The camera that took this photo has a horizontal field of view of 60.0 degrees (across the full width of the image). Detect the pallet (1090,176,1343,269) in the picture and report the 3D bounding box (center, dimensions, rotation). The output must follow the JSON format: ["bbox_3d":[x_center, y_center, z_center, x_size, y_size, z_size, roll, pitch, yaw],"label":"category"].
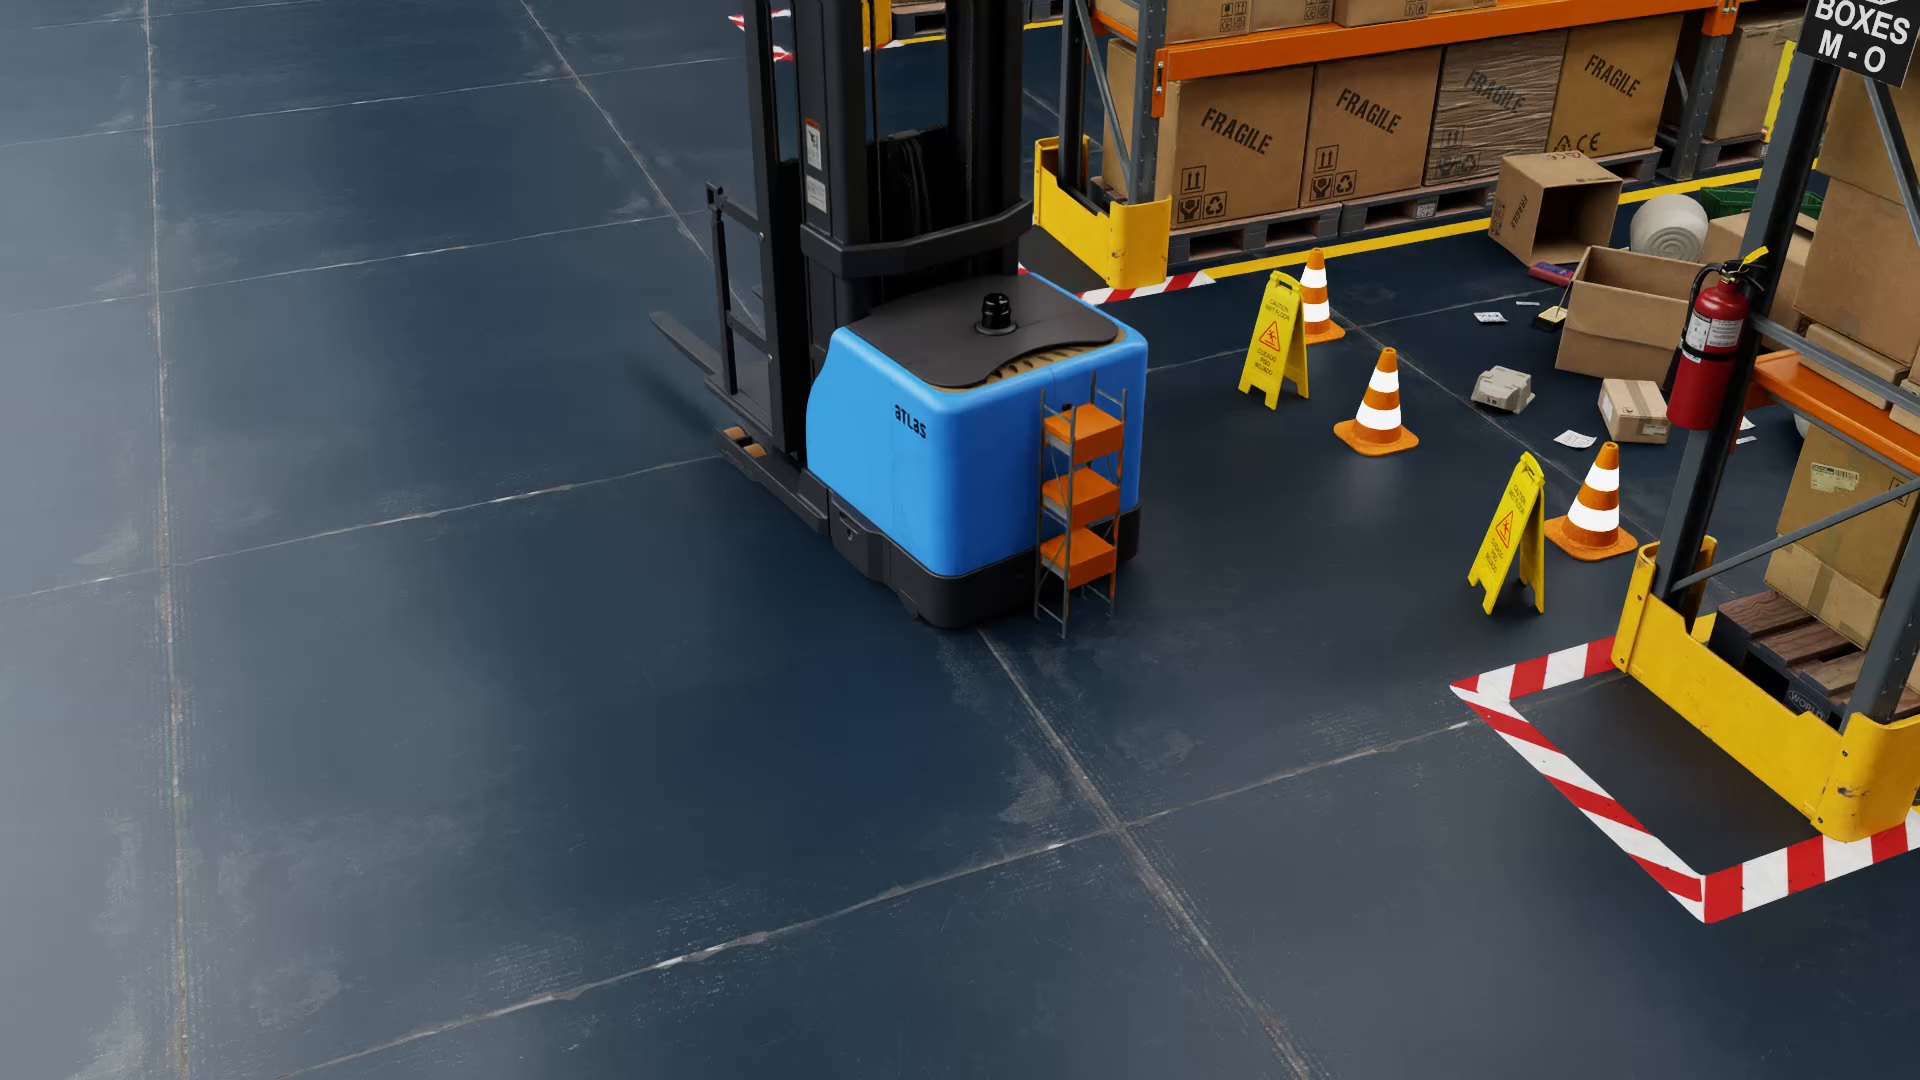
[{"bbox_3d":[1.547,-2.036,10.186,1.213,0.211,1.003,-13,35,-19],"label":"pallet"}]

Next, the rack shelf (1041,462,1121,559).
[{"bbox_3d":[0.462,-0.116,6.485,0.240,0.259,0.215,-21,39,-29],"label":"rack shelf"}]

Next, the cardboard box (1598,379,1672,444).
[{"bbox_3d":[3.275,-0.627,8.077,0.250,0.149,0.380,4,33,6],"label":"cardboard box"}]

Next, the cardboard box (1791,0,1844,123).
[{"bbox_3d":[5.957,-3.453,11.484,0.750,0.750,1.050,-13,35,-19],"label":"cardboard box"}]

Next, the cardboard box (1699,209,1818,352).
[{"bbox_3d":[4.348,-1.385,8.793,0.503,0.637,0.797,-13,35,-19],"label":"cardboard box"}]

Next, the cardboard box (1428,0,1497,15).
[{"bbox_3d":[2.701,-3.476,9.704,0.500,0.550,0.875,-13,35,-19],"label":"cardboard box"}]

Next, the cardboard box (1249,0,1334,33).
[{"bbox_3d":[1.663,-3.288,9.416,0.550,0.550,0.875,-13,35,-19],"label":"cardboard box"}]

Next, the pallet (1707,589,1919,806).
[{"bbox_3d":[3.682,0.470,6.335,1.213,0.211,1.003,-13,35,-19],"label":"pallet"}]

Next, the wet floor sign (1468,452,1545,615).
[{"bbox_3d":[2.260,-0.040,6.721,0.232,0.644,0.267,-2,33,-2],"label":"wet floor sign"}]

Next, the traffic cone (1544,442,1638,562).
[{"bbox_3d":[2.747,-0.206,7.142,0.334,0.463,0.336,-13,35,-19],"label":"traffic cone"}]

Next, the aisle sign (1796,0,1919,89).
[{"bbox_3d":[2.680,-1.752,4.808,0.004,0.787,0.394,-13,35,-19],"label":"aisle sign"}]

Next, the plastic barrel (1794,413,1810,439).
[{"bbox_3d":[4.168,-0.647,7.856,0.421,0.421,0.512,10,34,14],"label":"plastic barrel"}]

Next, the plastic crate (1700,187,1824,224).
[{"bbox_3d":[4.875,-1.992,10.086,0.662,0.188,0.450,4,23,6],"label":"plastic crate"}]

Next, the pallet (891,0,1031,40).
[{"bbox_3d":[-0.154,-4.514,13.993,1.213,0.211,1.003,-13,35,-19],"label":"pallet"}]

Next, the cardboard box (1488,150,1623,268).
[{"bbox_3d":[3.494,-1.951,9.788,0.500,0.500,0.500,-7,34,-11],"label":"cardboard box"}]

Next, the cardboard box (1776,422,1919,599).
[{"bbox_3d":[3.487,-0.167,6.206,0.500,0.500,0.500,-13,35,-19],"label":"cardboard box"}]

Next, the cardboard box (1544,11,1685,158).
[{"bbox_3d":[3.921,-3.030,10.719,0.875,0.875,0.875,-12,35,-18],"label":"cardboard box"}]

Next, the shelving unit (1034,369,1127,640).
[{"bbox_3d":[0.462,-0.125,6.479,0.252,1.050,0.215,-21,39,-29],"label":"shelving unit"}]

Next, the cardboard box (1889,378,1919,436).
[{"bbox_3d":[3.243,-0.392,5.332,0.250,0.149,0.380,-13,35,-19],"label":"cardboard box"}]

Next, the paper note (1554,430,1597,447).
[{"bbox_3d":[2.951,-0.485,7.968,0.142,0.019,0.148,-27,42,-35],"label":"paper note"}]

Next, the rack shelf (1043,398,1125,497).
[{"bbox_3d":[0.462,-0.354,6.331,0.240,0.259,0.215,-21,39,-29],"label":"rack shelf"}]

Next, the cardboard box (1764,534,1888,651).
[{"bbox_3d":[3.513,0.136,6.427,0.500,0.250,0.500,-13,35,-19],"label":"cardboard box"}]

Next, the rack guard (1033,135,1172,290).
[{"bbox_3d":[0.818,-1.944,9.780,0.348,0.500,1.175,-13,35,-19],"label":"rack guard"}]

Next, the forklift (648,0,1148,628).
[{"bbox_3d":[-0.490,-1.638,7.081,1.130,2.935,3.031,-21,38,-28],"label":"forklift"}]

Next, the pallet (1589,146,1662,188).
[{"bbox_3d":[3.797,-2.552,10.978,1.213,0.211,1.003,-13,35,-19],"label":"pallet"}]

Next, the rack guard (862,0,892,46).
[{"bbox_3d":[-0.917,-4.481,13.678,0.348,0.500,1.175,-13,35,-19],"label":"rack guard"}]

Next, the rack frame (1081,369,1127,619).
[{"bbox_3d":[0.562,-0.163,6.539,0.008,1.050,0.200,-21,39,-29],"label":"rack frame"}]

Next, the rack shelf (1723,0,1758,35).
[{"bbox_3d":[6.372,-3.962,11.249,4.000,0.370,1.077,-13,35,-19],"label":"rack shelf"}]

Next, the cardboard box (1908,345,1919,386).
[{"bbox_3d":[3.394,-0.656,5.144,0.500,0.500,0.500,-13,35,-20],"label":"cardboard box"}]

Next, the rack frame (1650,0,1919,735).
[{"bbox_3d":[2.850,-0.529,5.313,0.127,3.000,1.000,-13,35,-19],"label":"rack frame"}]

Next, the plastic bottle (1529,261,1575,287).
[{"bbox_3d":[3.419,-1.514,9.521,0.133,0.061,0.283,-27,42,-35],"label":"plastic bottle"}]

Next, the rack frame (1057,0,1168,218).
[{"bbox_3d":[0.840,-2.997,9.106,0.127,3.000,1.000,-13,35,-19],"label":"rack frame"}]

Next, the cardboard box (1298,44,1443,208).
[{"bbox_3d":[2.250,-2.646,10.129,0.875,0.875,0.875,-13,35,-20],"label":"cardboard box"}]

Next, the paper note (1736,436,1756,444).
[{"bbox_3d":[3.767,-0.480,7.979,0.123,0.001,0.032,-13,35,-19],"label":"paper note"}]
